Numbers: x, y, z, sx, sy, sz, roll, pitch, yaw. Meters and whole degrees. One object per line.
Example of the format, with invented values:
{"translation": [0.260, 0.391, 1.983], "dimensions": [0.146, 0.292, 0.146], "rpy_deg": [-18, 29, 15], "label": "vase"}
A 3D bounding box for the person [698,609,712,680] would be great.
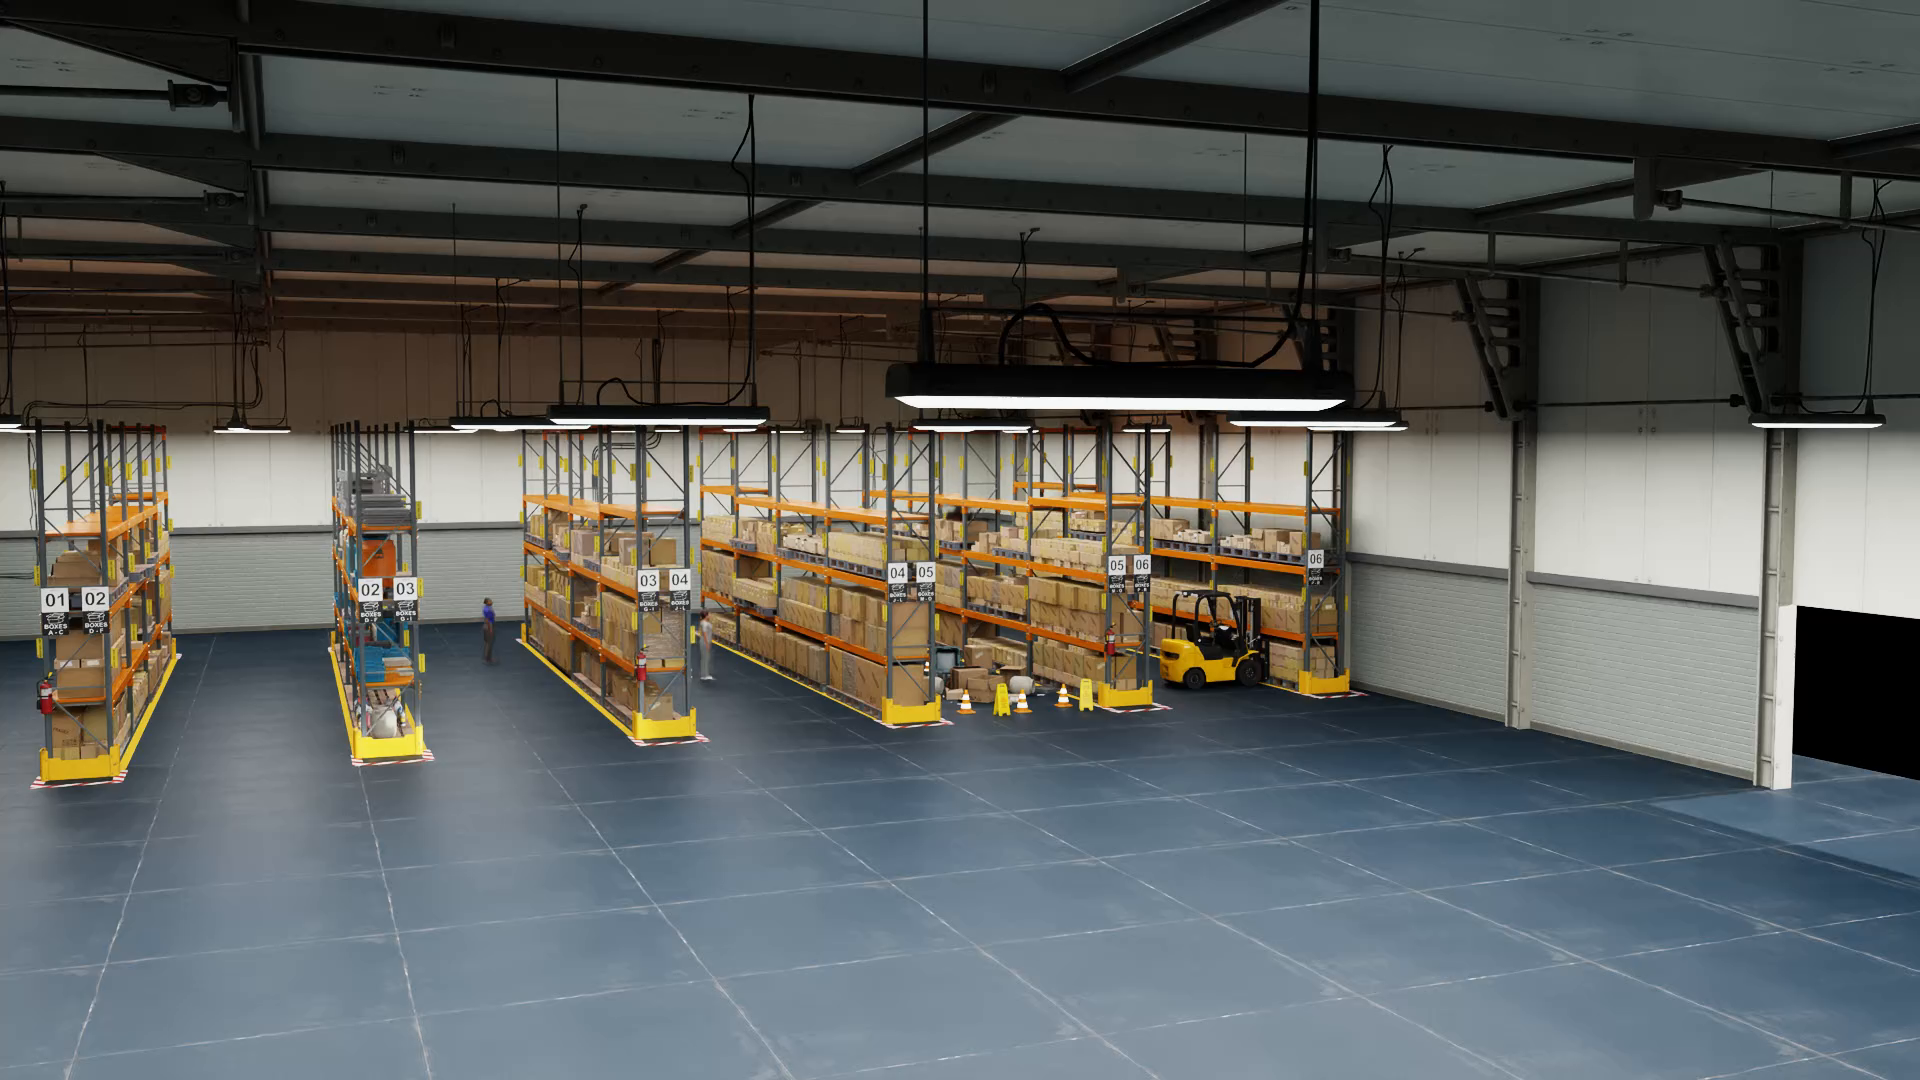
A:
{"translation": [-5.981, 2.453, 39.031], "dimensions": [0.351, 1.671, 0.505], "rpy_deg": [0, 4, 0], "label": "person"}

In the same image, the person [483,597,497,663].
{"translation": [-11.909, 2.284, 42.162], "dimensions": [0.354, 1.699, 0.473], "rpy_deg": [-2, 4, -25], "label": "person"}
